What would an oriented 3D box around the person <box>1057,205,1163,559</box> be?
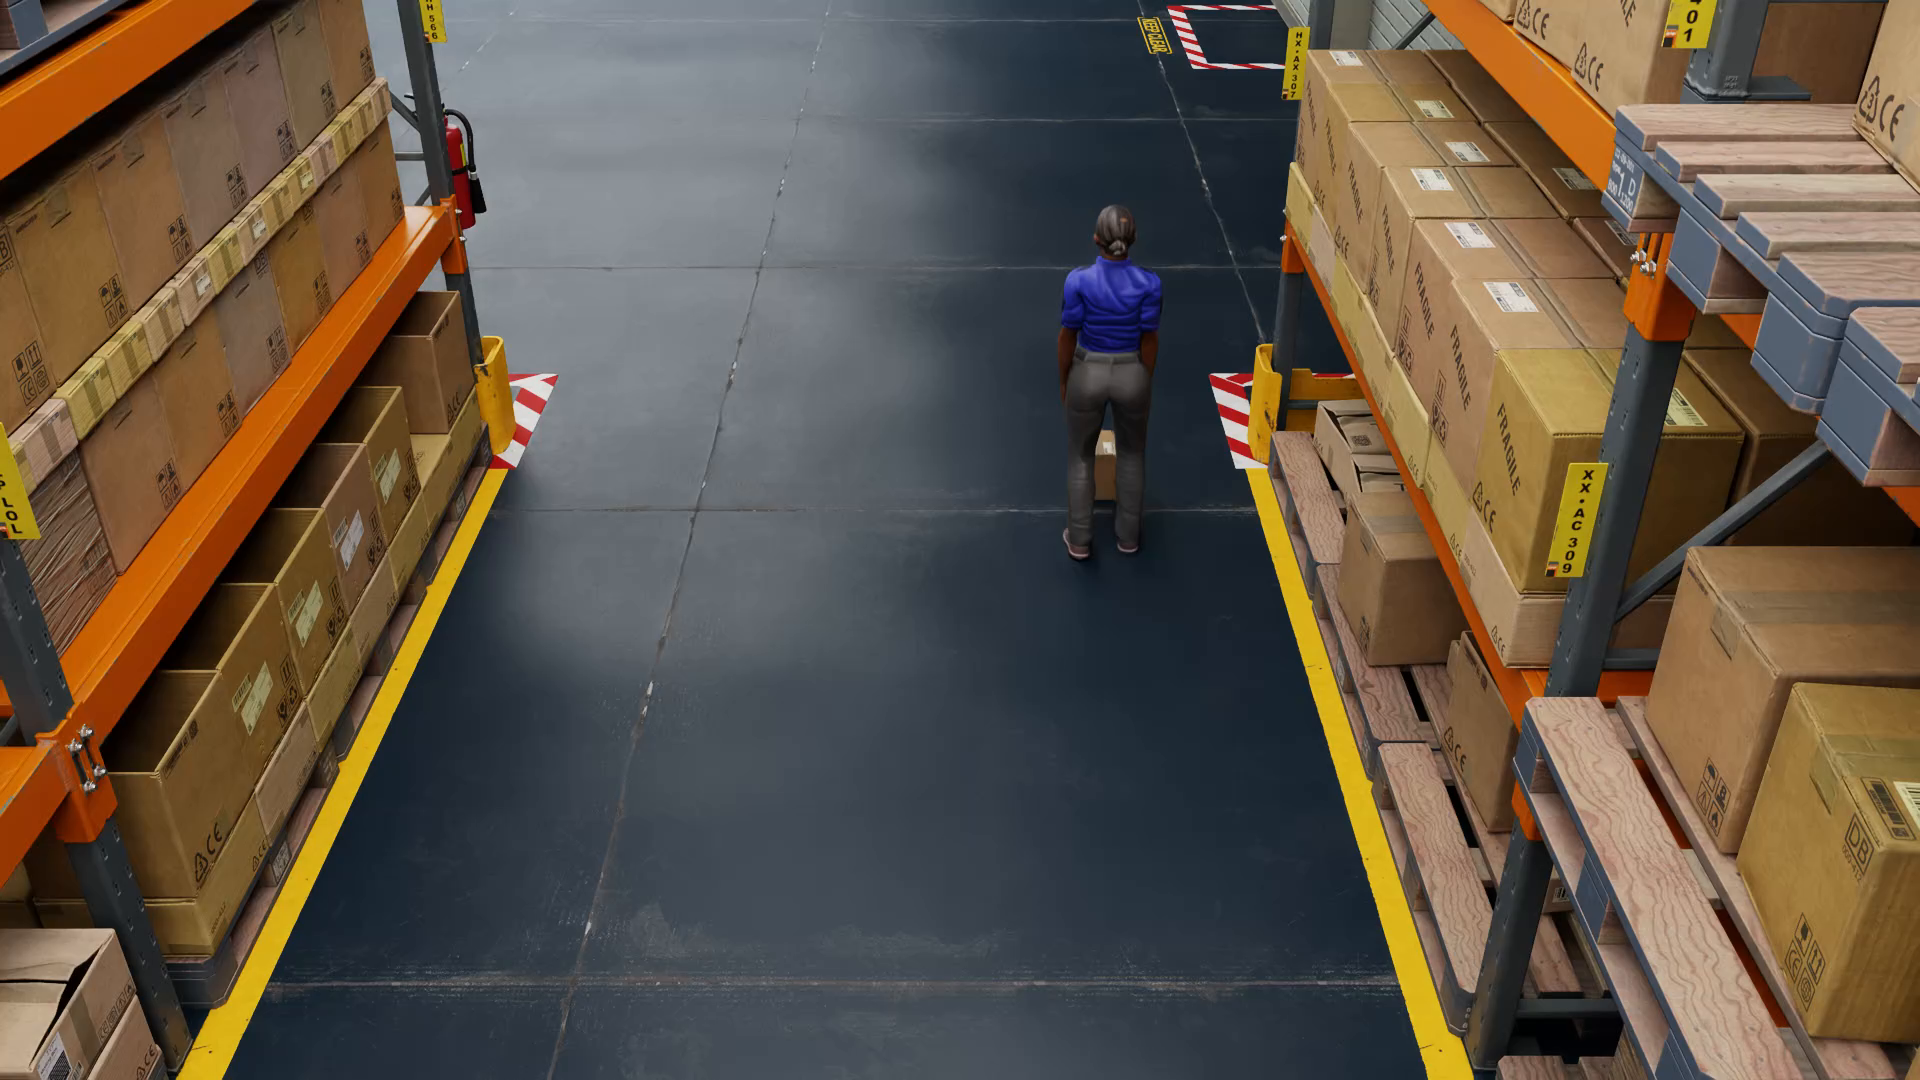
[{"bbox_3d":[0.636,-0.688,7.262,0.437,1.651,0.355,1,32,1],"label":"person"}]
